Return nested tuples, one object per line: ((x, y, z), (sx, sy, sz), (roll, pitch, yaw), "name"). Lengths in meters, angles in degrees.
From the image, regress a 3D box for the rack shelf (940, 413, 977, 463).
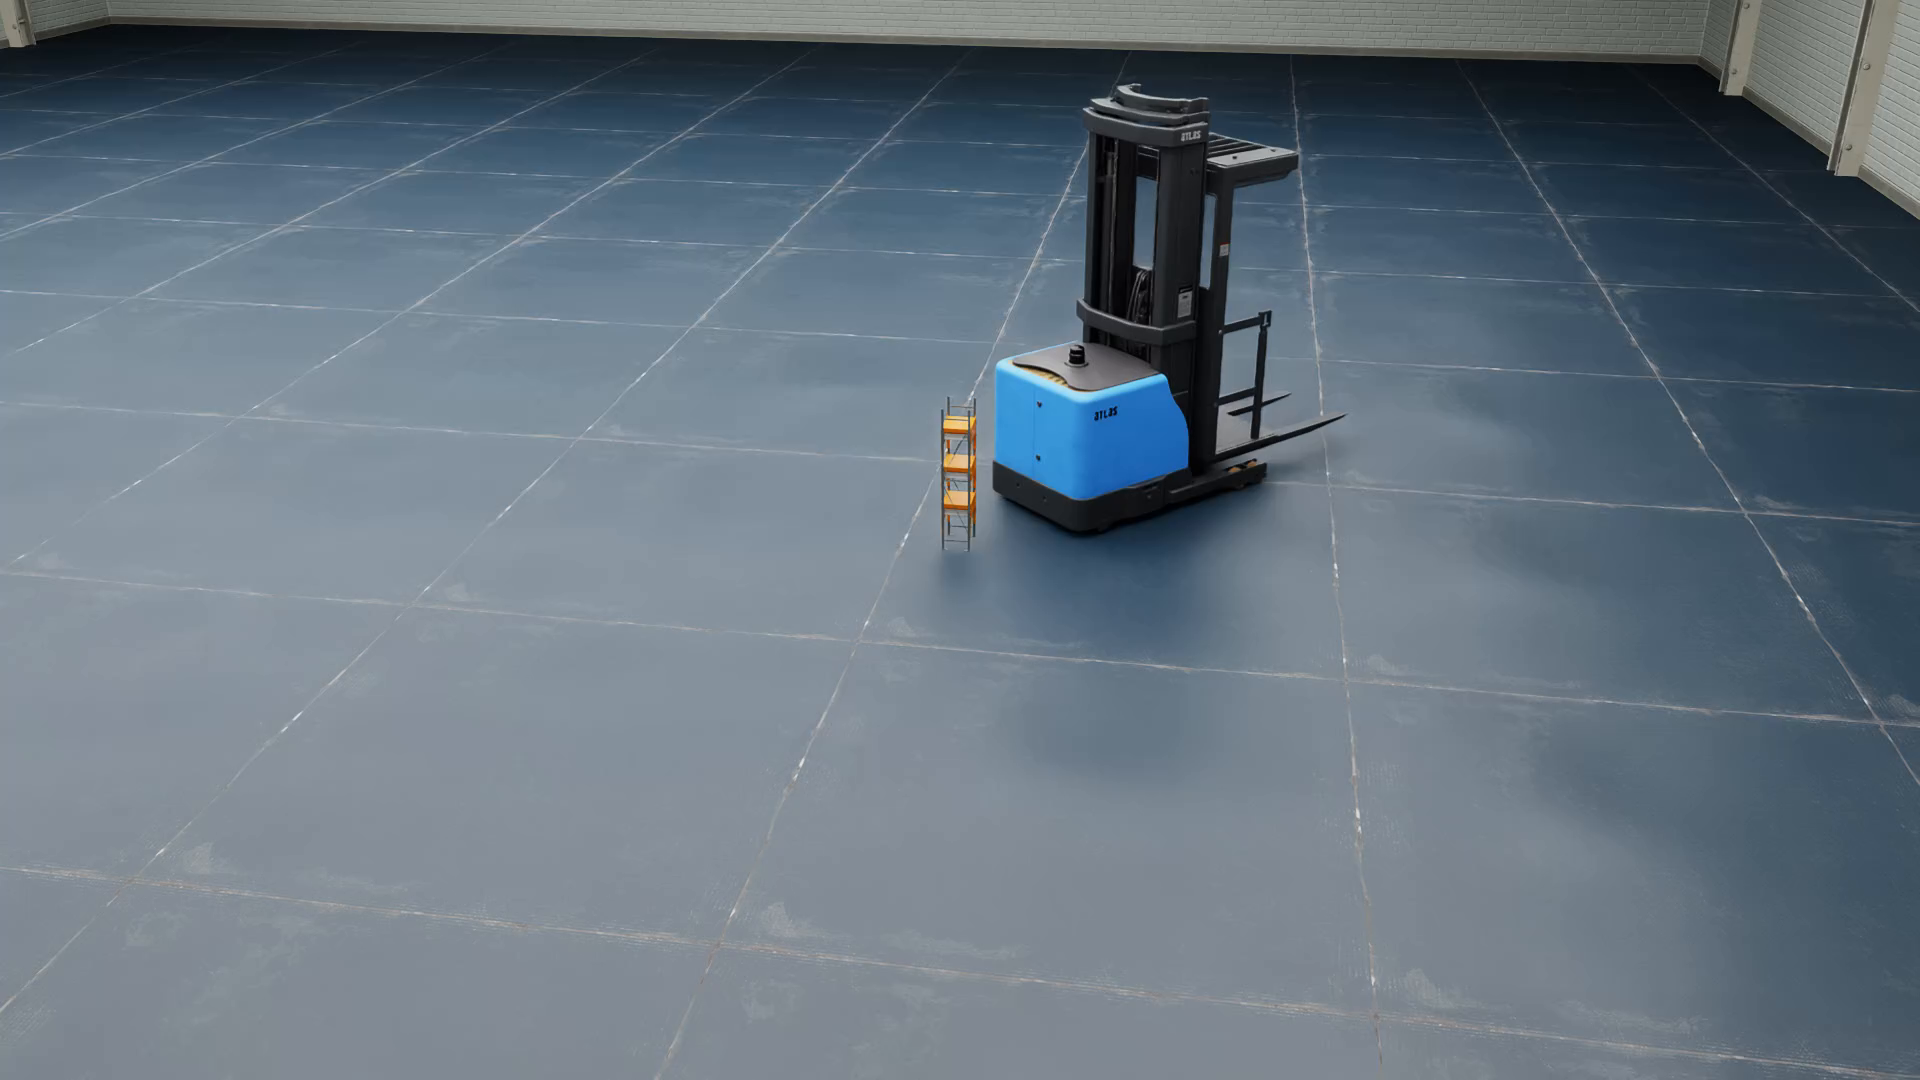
((-0.009, -0.701, 11.408), (0.215, 0.259, 0.240), (4, 25, 9), "rack shelf")

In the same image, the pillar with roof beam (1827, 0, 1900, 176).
((7.613, -9.304, 21.057), (9.100, 9.000, 0.400), (4, 25, 9), "pillar with roof beam")

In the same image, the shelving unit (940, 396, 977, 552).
((-0.009, -0.453, 11.524), (0.215, 1.050, 0.252), (4, 25, 9), "shelving unit")

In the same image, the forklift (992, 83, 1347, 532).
((1.723, -1.871, 12.333), (3.031, 2.935, 1.130), (-18, 30, -33), "forklift")

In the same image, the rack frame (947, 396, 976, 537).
((0.011, -0.504, 11.633), (0.200, 1.050, 0.008), (4, 25, 9), "rack frame")

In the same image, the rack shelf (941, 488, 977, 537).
((-0.009, -0.192, 11.646), (0.215, 0.259, 0.240), (4, 25, 9), "rack shelf")

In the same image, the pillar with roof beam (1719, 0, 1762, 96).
((8.593, -11.813, 26.418), (9.100, 9.000, 0.400), (4, 25, 9), "pillar with roof beam")

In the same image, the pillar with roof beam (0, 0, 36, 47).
((-13.989, -13.399, 29.806), (9.100, 9.000, 0.400), (4, 25, 9), "pillar with roof beam")

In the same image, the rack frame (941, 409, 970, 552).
((-0.029, -0.402, 11.415), (0.200, 1.050, 0.008), (4, 25, 9), "rack frame")

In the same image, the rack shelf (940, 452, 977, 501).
((-0.009, -0.444, 11.528), (0.215, 0.259, 0.240), (4, 25, 9), "rack shelf")
